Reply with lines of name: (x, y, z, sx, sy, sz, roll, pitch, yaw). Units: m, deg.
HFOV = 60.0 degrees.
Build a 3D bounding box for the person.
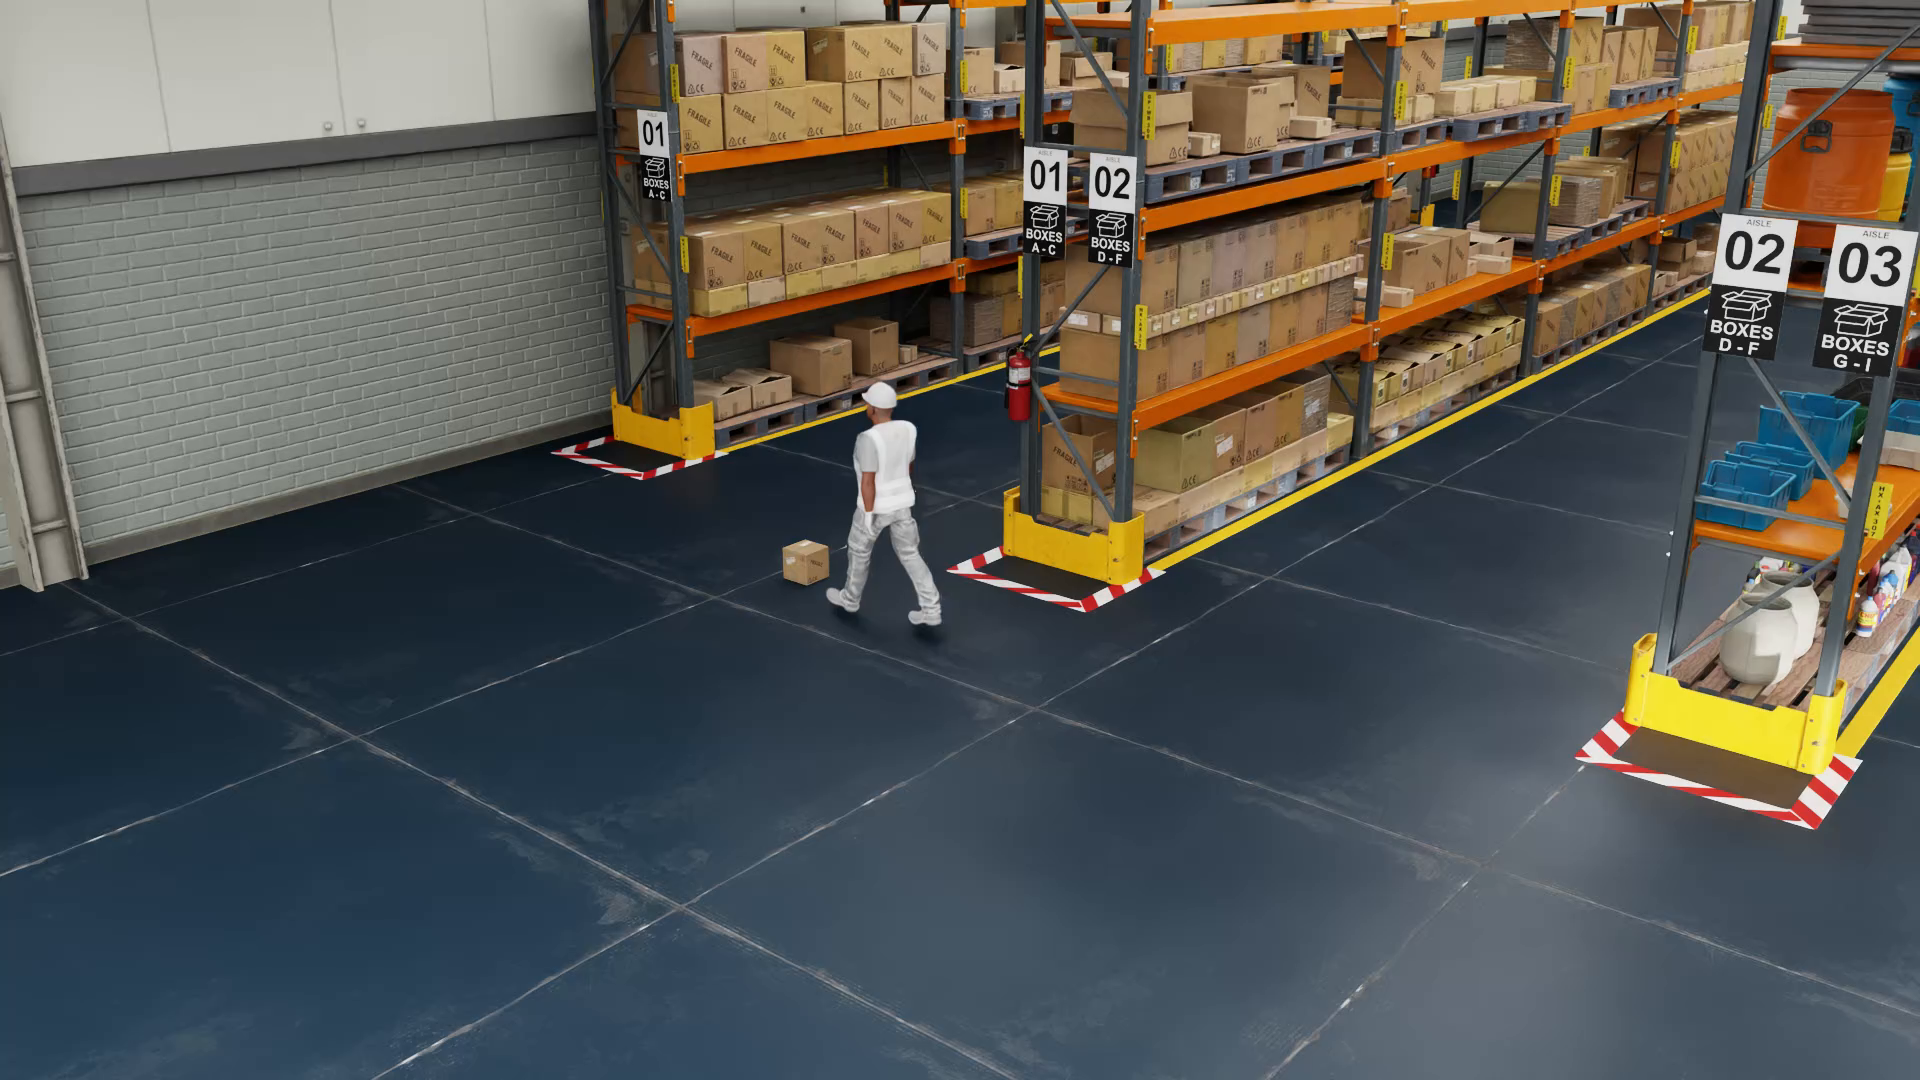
person: (-0.547, -0.262, 11.767, 0.560, 1.746, 1.018, -18, 27, -40)
